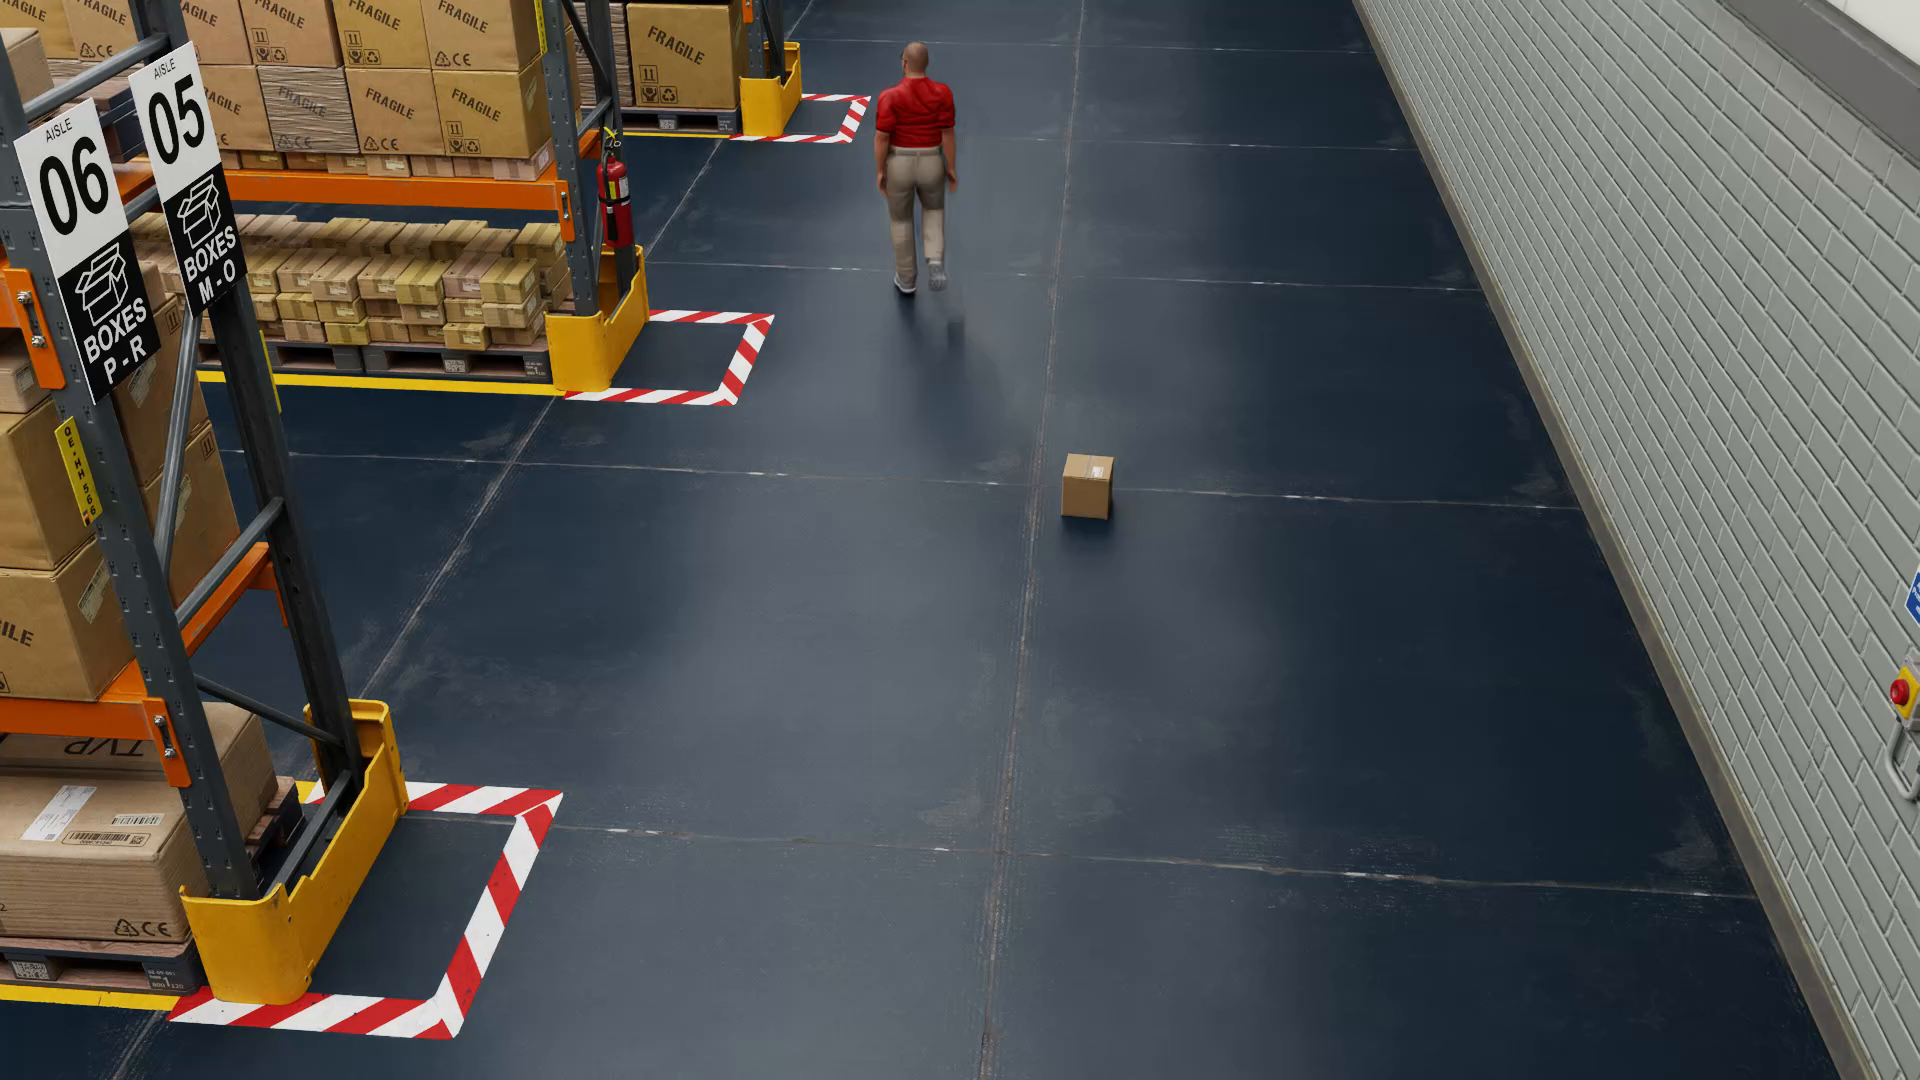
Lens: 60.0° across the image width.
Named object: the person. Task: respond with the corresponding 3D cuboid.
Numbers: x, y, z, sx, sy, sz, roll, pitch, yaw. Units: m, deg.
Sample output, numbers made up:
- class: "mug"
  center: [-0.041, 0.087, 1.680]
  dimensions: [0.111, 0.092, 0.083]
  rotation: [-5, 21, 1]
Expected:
- class: "person"
  center: [-0.297, -2.474, 11.111]
  dimensions: [0.556, 1.710, 0.506]
  rotation: [-6, 32, -10]
